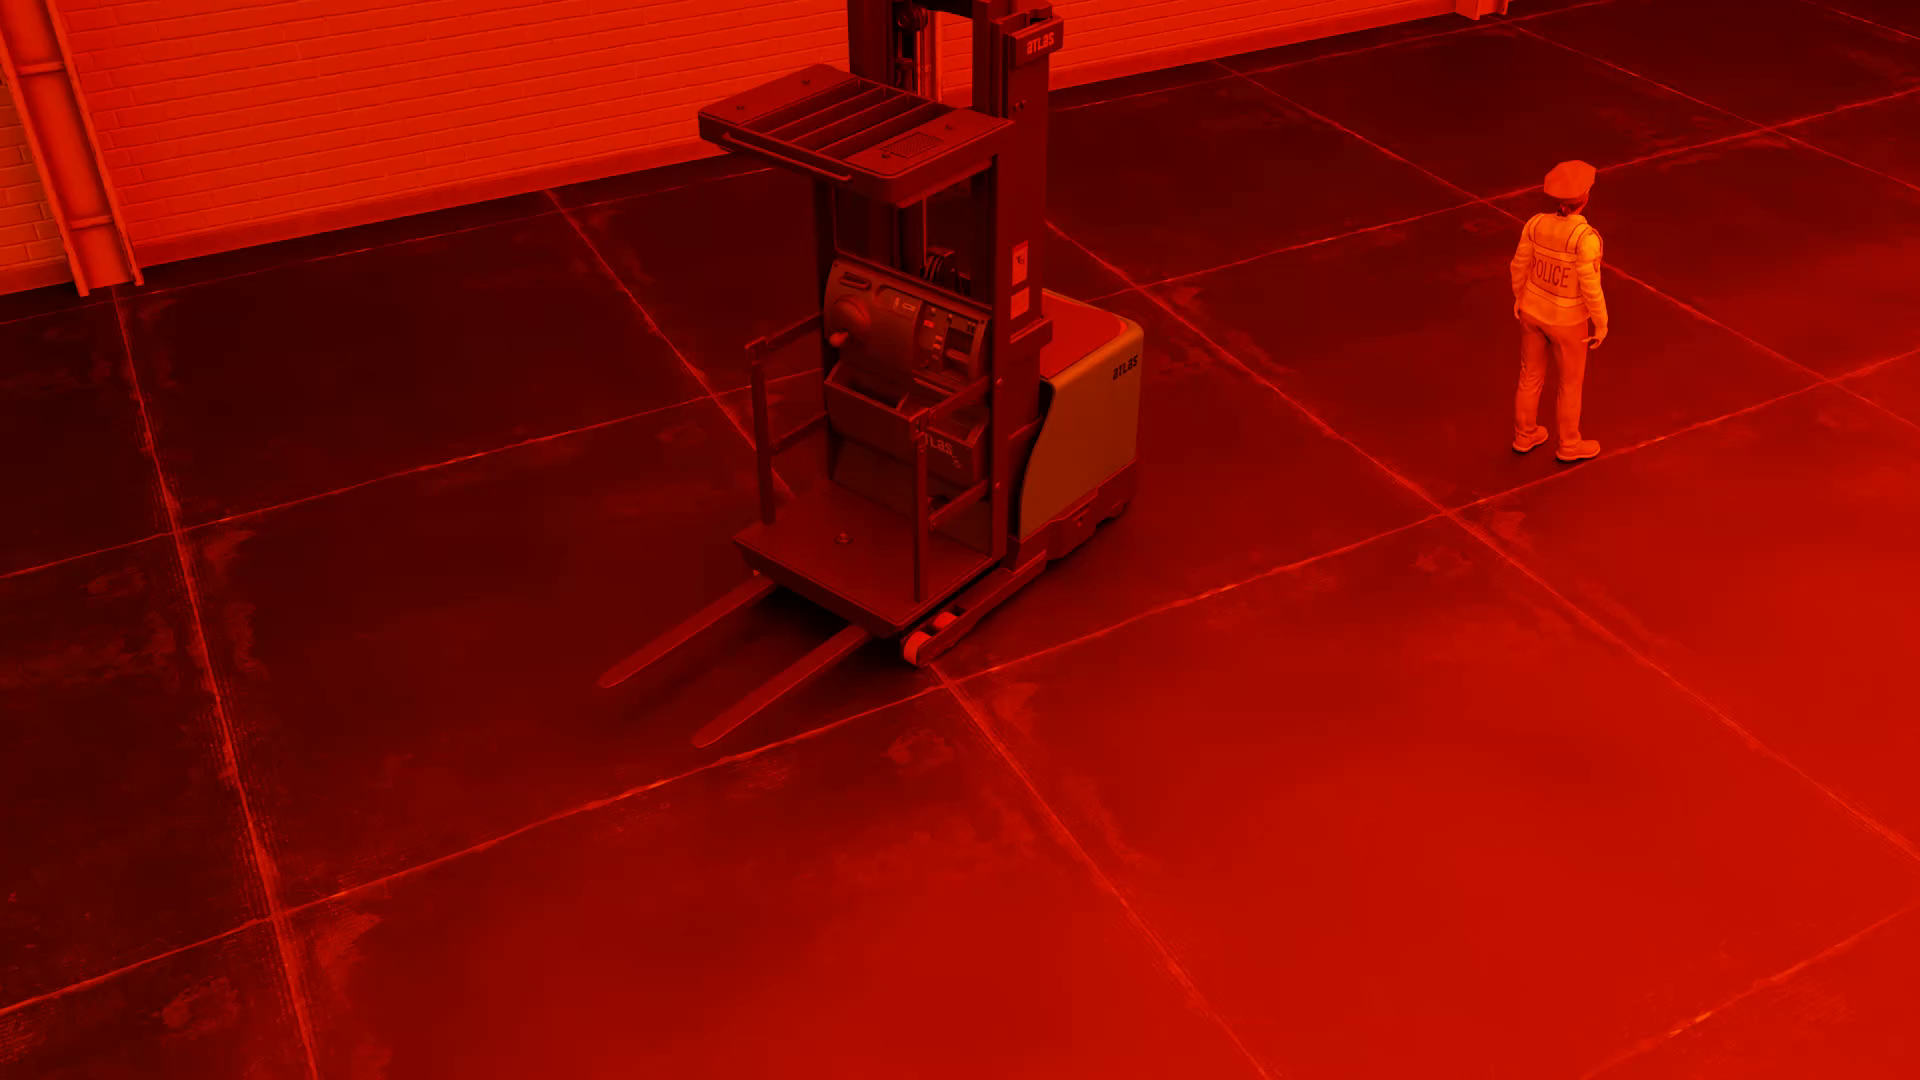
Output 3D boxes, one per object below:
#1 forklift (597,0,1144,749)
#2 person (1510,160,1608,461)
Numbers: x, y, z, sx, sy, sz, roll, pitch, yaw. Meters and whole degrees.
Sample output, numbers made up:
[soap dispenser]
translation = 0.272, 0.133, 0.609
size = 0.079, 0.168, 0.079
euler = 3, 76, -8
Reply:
[forklift]
translation = -0.390, -0.927, 7.434
size = 1.130, 2.935, 3.031
euler = 26, 43, 31
[person]
translation = 3.231, -1.226, 8.916
size = 0.534, 1.696, 0.588
euler = -24, 42, -29
